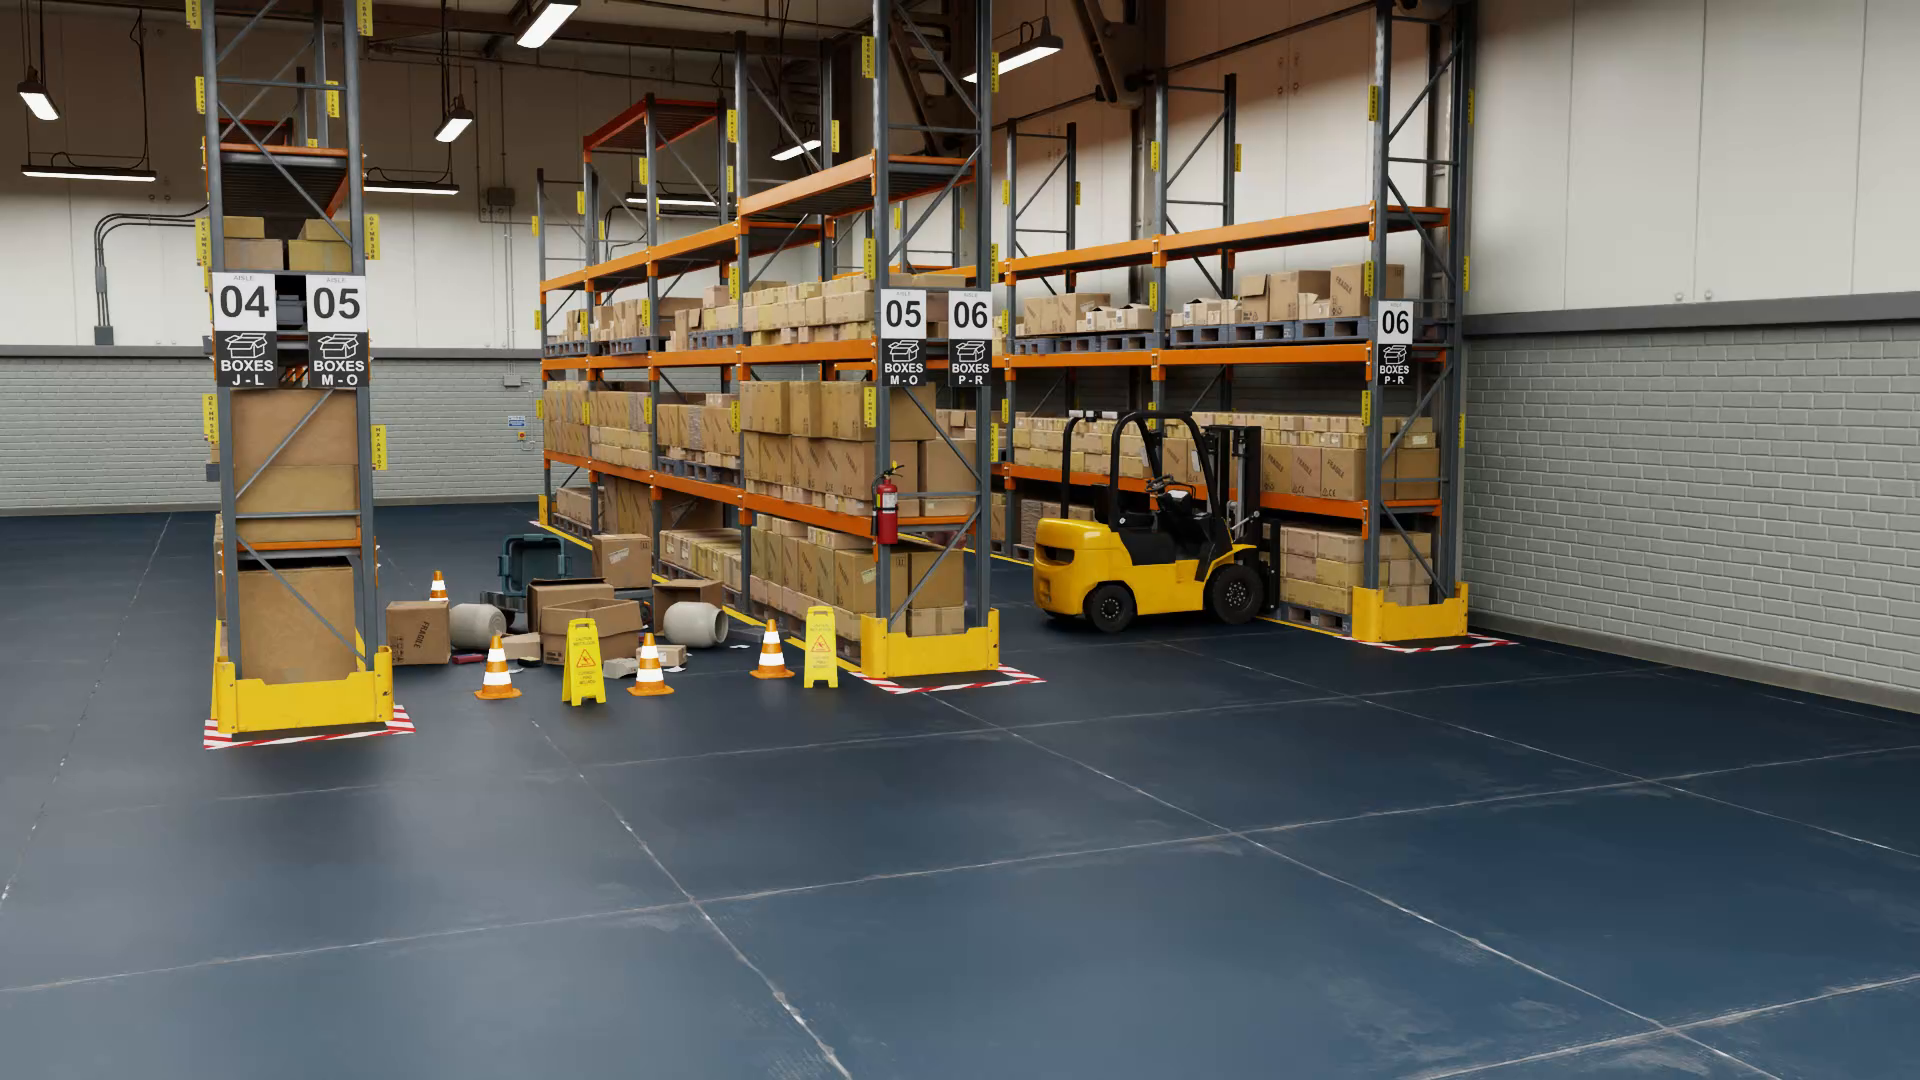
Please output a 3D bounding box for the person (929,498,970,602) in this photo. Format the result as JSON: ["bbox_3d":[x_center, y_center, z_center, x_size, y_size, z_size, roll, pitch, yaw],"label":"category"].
[{"bbox_3d":[-0.146,-0.080,17.821,0.514,1.705,0.396,3,6,30],"label":"person"}]
